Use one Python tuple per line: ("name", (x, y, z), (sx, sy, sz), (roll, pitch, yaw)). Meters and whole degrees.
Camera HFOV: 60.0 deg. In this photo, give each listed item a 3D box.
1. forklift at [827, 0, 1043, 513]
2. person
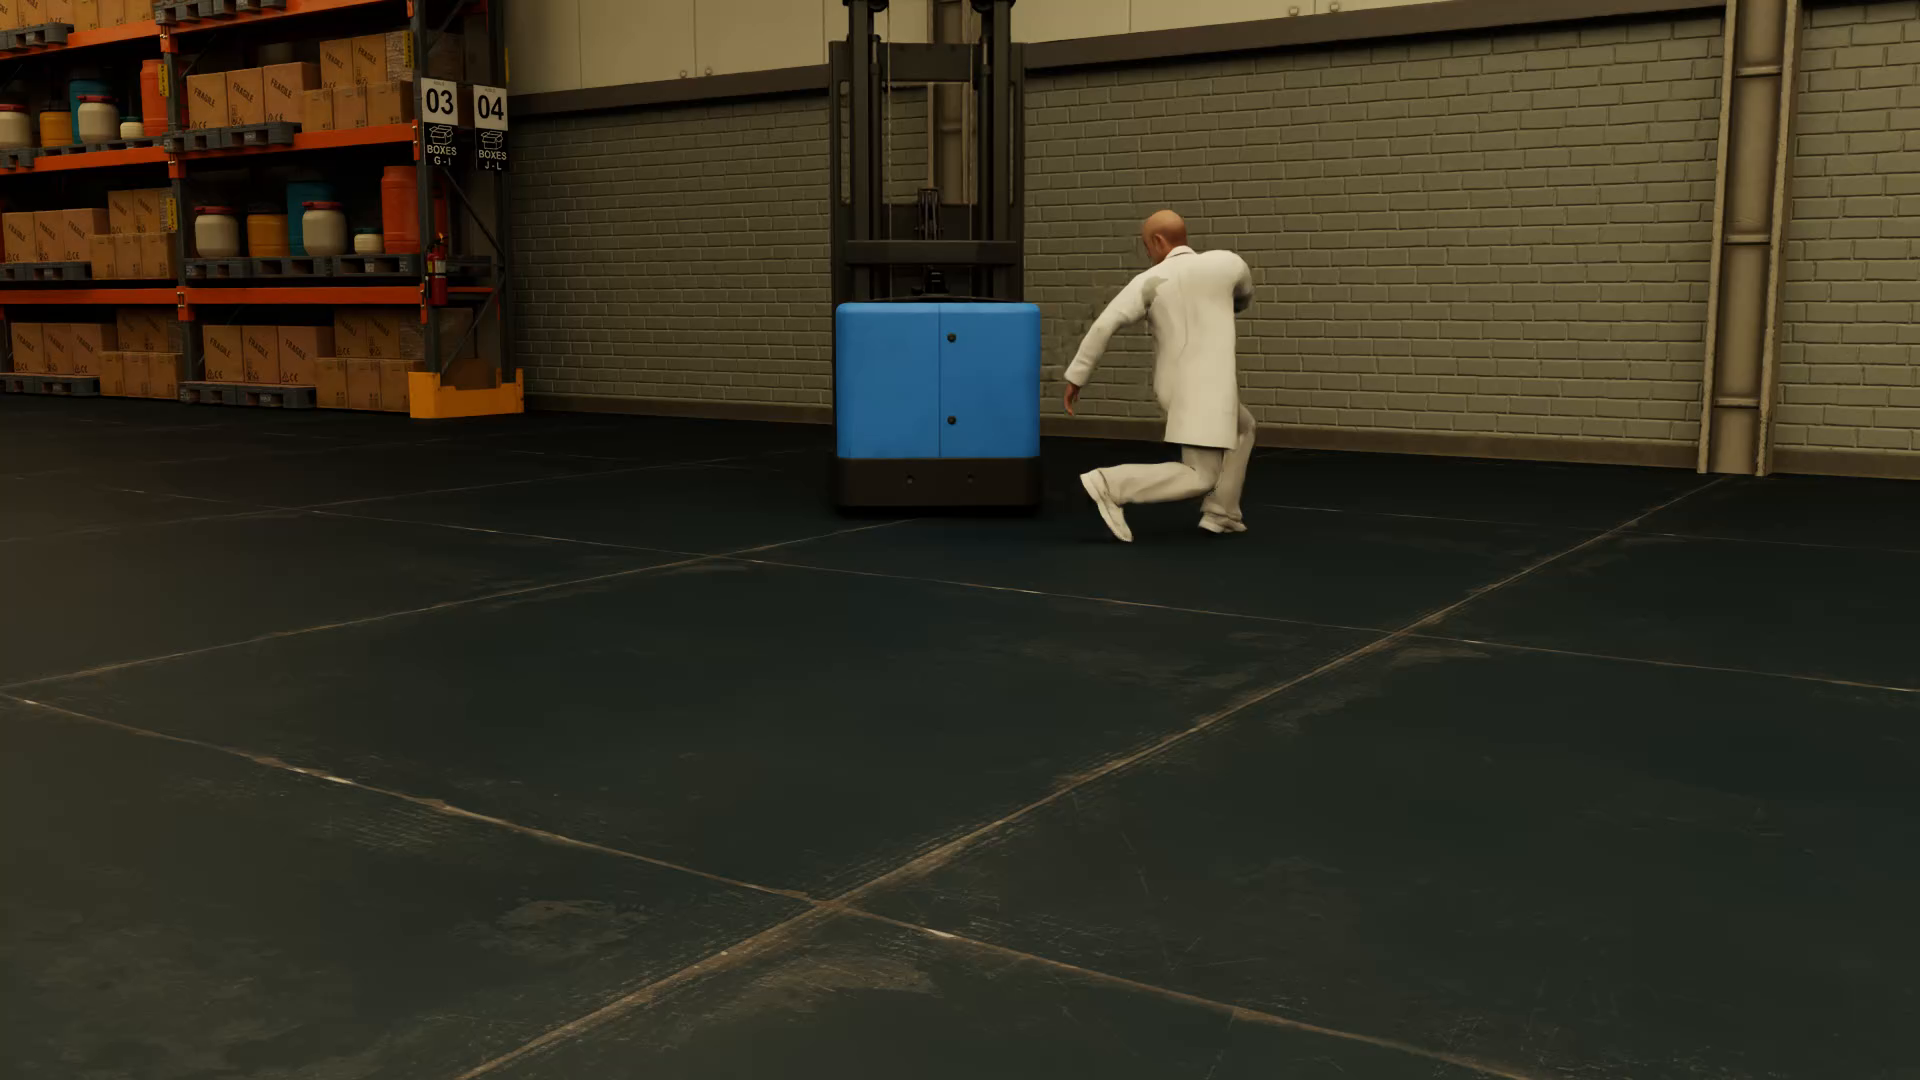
("forklift", (-0.201, -1.761, 9.578), (1.130, 2.935, 3.031), (-1, 8, -4))
("person", (0.956, -0.741, 7.675), (0.973, 1.537, 0.723), (-7, 11, -41))
